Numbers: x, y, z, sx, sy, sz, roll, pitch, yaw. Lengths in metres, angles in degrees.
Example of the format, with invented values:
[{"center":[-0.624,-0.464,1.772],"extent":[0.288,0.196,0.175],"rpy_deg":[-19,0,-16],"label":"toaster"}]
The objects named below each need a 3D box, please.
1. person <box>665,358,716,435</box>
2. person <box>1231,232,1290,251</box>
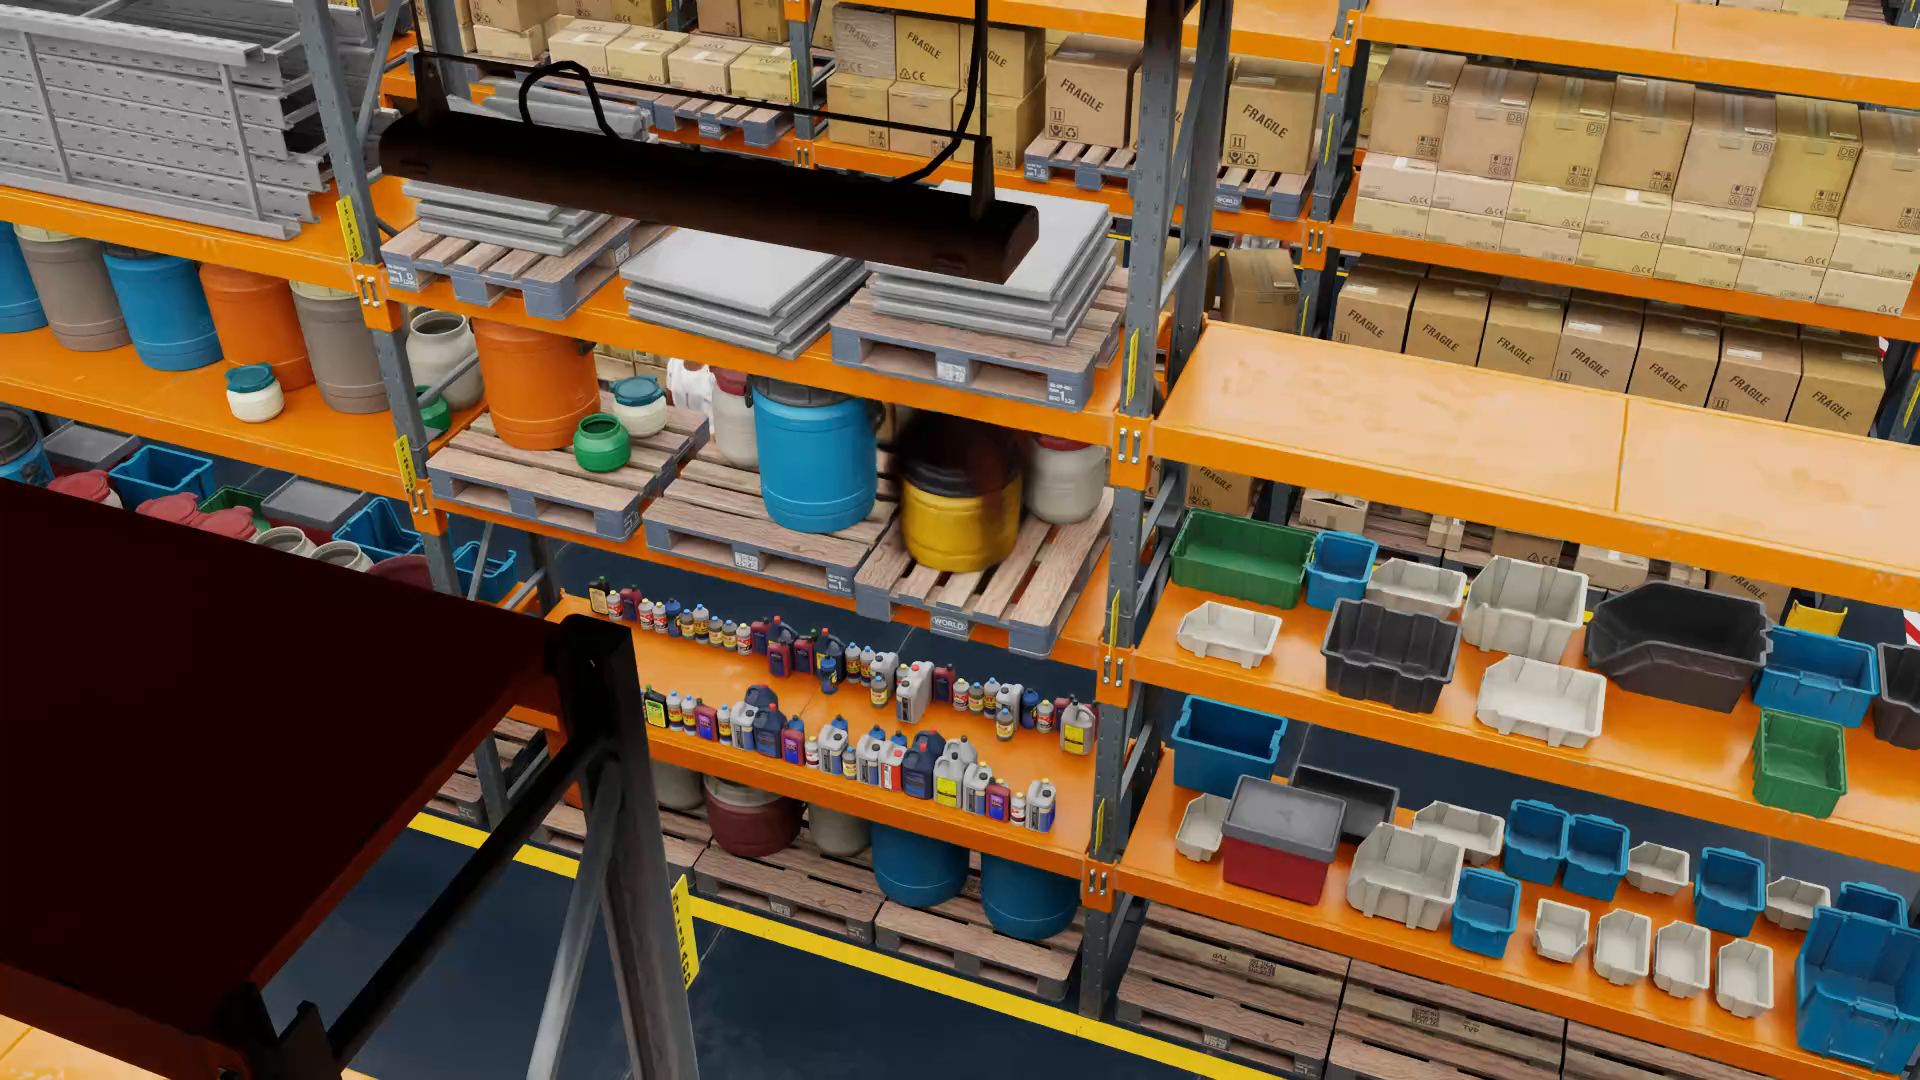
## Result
[{"center":[-2.052,-0.882,13.128],"extent":[0.643,1.787,0.471],"rpy_deg":[19,41,24],"label":"person"},{"center":[2.782,-2.619,15.446],"extent":[0.498,1.793,0.594],"rpy_deg":[-19,40,-24],"label":"person"}]
